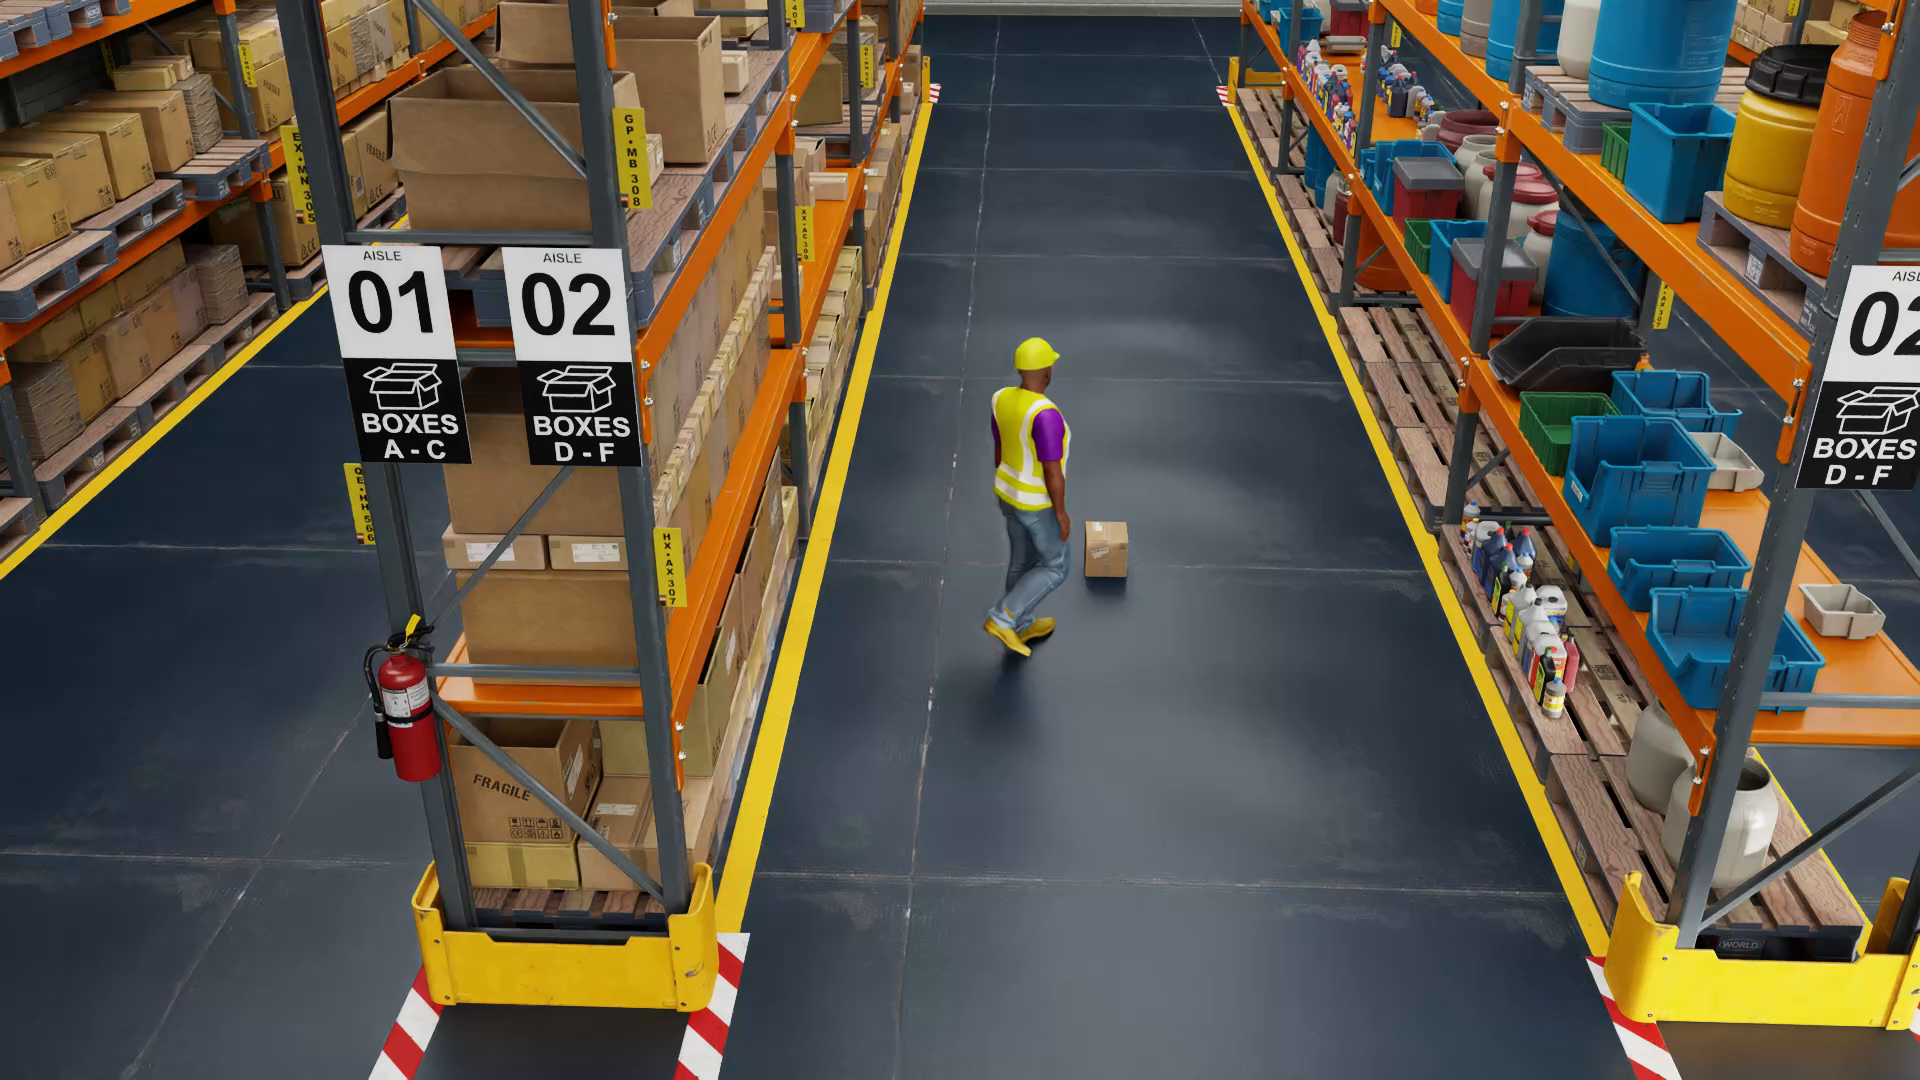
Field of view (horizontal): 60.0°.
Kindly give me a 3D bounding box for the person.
[{"bbox_3d":[0.321,-0.208,8.959,0.565,1.764,0.608,-15,31,-27],"label":"person"}]
